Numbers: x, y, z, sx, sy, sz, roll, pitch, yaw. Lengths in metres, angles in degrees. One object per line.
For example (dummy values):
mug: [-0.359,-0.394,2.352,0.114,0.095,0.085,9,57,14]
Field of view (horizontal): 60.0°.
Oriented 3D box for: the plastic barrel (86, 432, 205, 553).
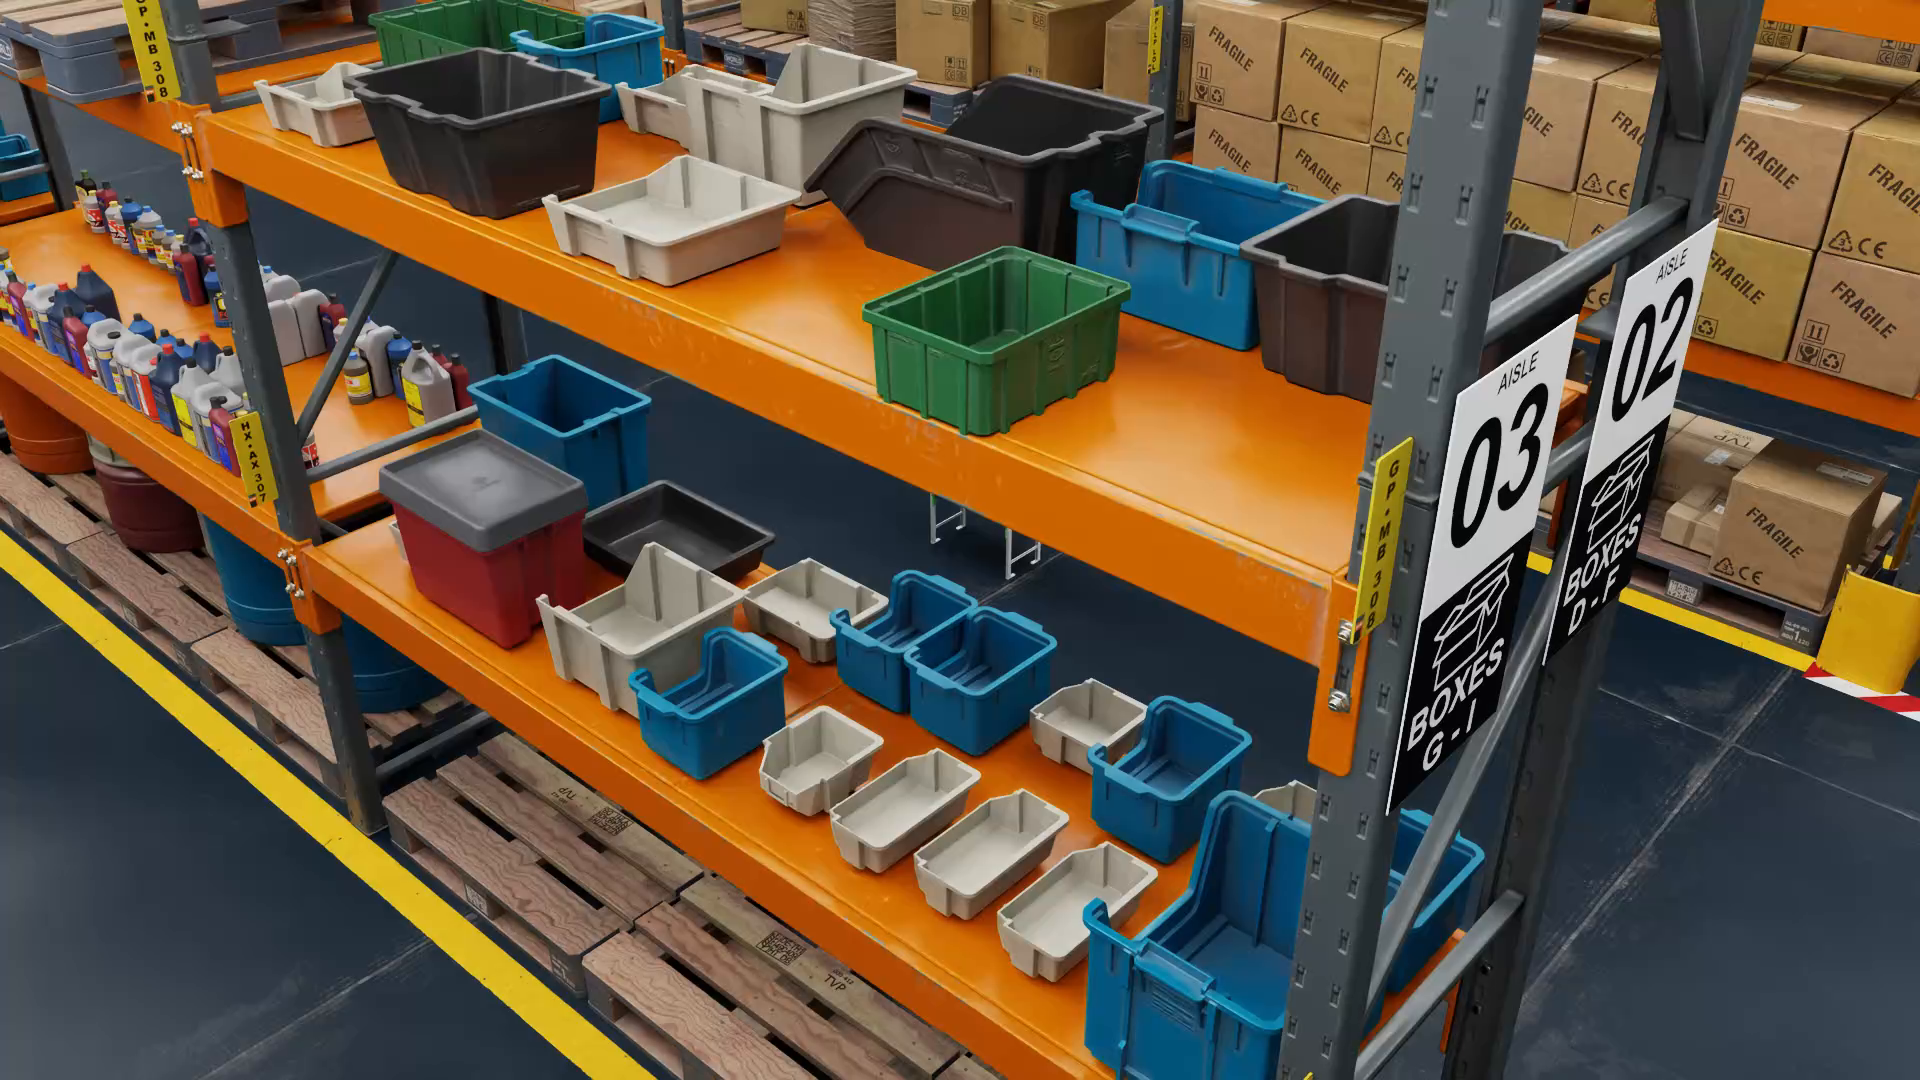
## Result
plastic barrel: [-3.723,-0.333,7.825,0.708,0.588,0.600,25,39,35]

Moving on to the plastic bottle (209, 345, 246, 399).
plastic bottle: [-2.773,-0.582,6.356,0.185,0.351,0.144,25,39,35]

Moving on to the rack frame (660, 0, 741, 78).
rack frame: [-1.608,-3.632,11.375,0.127,3.000,1.000,25,39,35]

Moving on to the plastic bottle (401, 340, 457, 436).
plastic bottle: [-2.042,-0.594,6.376,0.185,0.351,0.144,25,39,35]

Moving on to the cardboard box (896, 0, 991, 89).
cardboard box: [0.007,-3.059,9.918,0.500,0.500,0.700,15,34,23]

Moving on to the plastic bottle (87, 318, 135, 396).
plastic bottle: [-3.394,-0.743,6.696,0.135,0.276,0.152,25,39,35]

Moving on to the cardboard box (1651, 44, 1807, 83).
cardboard box: [3.411,-1.942,7.502,0.500,0.500,0.500,26,39,36]

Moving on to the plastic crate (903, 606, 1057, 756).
plastic crate: [0.059,0.408,4.768,0.300,0.233,0.416,25,39,35]

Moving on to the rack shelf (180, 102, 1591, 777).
rack shelf: [-0.486,-0.640,4.194,4.000,0.370,1.077,25,39,35]

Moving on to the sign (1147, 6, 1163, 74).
sign: [0.988,-2.531,8.423,0.005,0.325,0.100,25,39,35]

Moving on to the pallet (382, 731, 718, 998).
pallet: [-1.397,1.079,6.253,1.213,0.211,1.003,25,39,35]

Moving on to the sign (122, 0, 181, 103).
sign: [-2.339,-1.434,4.807,0.005,0.325,0.100,25,39,35]

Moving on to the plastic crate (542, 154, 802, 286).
plastic crate: [-0.701,-0.763,3.957,0.530,0.136,0.437,25,39,35]

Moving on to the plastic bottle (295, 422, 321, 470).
plastic bottle: [-2.408,-0.337,6.094,0.097,0.201,0.097,0,31,0]

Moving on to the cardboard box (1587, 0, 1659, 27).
cardboard box: [5.071,-4.078,11.825,0.700,0.700,0.980,26,39,36]

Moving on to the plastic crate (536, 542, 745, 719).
plastic crate: [-0.960,0.269,4.952,0.530,0.282,0.437,25,39,35]

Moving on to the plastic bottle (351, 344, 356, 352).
plastic bottle: [-2.467,-0.787,6.841,0.097,0.201,0.097,0,31,0]

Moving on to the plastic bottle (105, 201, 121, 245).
plastic bottle: [-4.104,-1.551,8.110,0.097,0.201,0.097,0,31,0]

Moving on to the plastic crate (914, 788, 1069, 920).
plastic crate: [0.066,0.798,4.214,0.243,0.136,0.396,25,39,35]

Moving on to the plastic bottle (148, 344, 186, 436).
plastic bottle: [-3.007,-0.591,6.371,0.185,0.351,0.144,25,39,35]

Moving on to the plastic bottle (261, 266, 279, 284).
plastic bottle: [-2.982,-1.057,7.223,0.097,0.271,0.097,0,31,0]

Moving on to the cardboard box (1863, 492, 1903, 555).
cardboard box: [4.244,-0.107,7.857,0.250,0.149,0.380,25,39,35]

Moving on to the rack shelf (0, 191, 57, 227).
rack shelf: [-6.417,-2.123,9.567,4.000,0.370,1.077,25,39,35]

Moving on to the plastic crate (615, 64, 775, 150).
plastic crate: [-0.770,-1.233,4.737,0.466,0.136,0.293,25,39,35]

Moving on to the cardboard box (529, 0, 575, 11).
cardboard box: [-2.863,-4.250,12.304,0.500,0.500,0.500,23,38,33]

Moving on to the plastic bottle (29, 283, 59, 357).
plastic bottle: [-3.802,-0.933,7.012,0.135,0.276,0.152,25,39,35]

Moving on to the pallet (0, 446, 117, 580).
pallet: [-4.322,-0.288,8.524,1.213,0.211,1.003,25,39,35]

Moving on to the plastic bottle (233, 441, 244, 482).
plastic bottle: [-2.582,-0.313,6.053,0.097,0.201,0.097,0,31,0]

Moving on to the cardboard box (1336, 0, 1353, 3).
cardboard box: [1.907,-2.643,8.666,0.500,0.500,0.500,25,39,35]

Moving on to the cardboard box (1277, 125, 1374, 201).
cardboard box: [1.935,-1.834,8.292,0.500,0.500,0.500,26,40,36]

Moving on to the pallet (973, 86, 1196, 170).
pallet: [0.839,-2.484,9.654,1.213,0.211,1.003,25,39,35]

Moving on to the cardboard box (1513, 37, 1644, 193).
cardboard box: [2.666,-1.914,7.454,0.500,0.500,0.500,26,40,36]

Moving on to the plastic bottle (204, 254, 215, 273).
plastic bottle: [-3.306,-1.184,7.421,0.133,0.283,0.061,25,39,35]

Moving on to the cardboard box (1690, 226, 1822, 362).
cardboard box: [3.422,-1.136,7.131,0.500,0.500,0.500,25,39,35]

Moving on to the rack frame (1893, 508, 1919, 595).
rack frame: [4.324,-0.864,6.776,0.127,3.000,1.000,25,39,35]

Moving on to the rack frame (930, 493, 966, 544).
rack frame: [-0.058,-0.541,7.986,0.015,1.200,0.240,25,39,35]

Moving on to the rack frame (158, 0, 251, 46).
rack frame: [-1.969,-2.925,4.384,0.127,3.000,1.000,25,39,35]

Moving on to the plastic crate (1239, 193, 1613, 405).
plastic crate: [0.899,-0.440,3.290,0.590,0.269,0.497,25,39,35]

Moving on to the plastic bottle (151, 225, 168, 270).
plastic bottle: [-3.743,-1.382,7.830,0.097,0.201,0.097,0,31,0]

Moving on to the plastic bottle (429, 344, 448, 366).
plastic bottle: [-2.053,-0.641,6.520,0.133,0.283,0.061,25,39,35]

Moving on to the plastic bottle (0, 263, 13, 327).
plastic bottle: [-4.150,-1.074,7.251,0.097,0.271,0.097,0,31,0]

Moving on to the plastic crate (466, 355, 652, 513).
plastic crate: [-1.394,-0.343,5.869,0.575,0.384,0.392,25,39,35]

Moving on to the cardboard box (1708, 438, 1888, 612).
cardboard box: [3.755,-0.075,7.464,0.500,0.500,0.500,25,39,35]

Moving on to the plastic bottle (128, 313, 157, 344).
plastic bottle: [-3.324,-0.795,6.787,0.097,0.271,0.097,0,31,0]

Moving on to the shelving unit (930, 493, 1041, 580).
shelving unit: [0.123,-0.457,7.845,0.503,1.200,0.258,25,39,35]

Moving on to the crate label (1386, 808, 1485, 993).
crate label: [1.035,0.864,4.011,0.303,0.233,0.416,25,39,35]
